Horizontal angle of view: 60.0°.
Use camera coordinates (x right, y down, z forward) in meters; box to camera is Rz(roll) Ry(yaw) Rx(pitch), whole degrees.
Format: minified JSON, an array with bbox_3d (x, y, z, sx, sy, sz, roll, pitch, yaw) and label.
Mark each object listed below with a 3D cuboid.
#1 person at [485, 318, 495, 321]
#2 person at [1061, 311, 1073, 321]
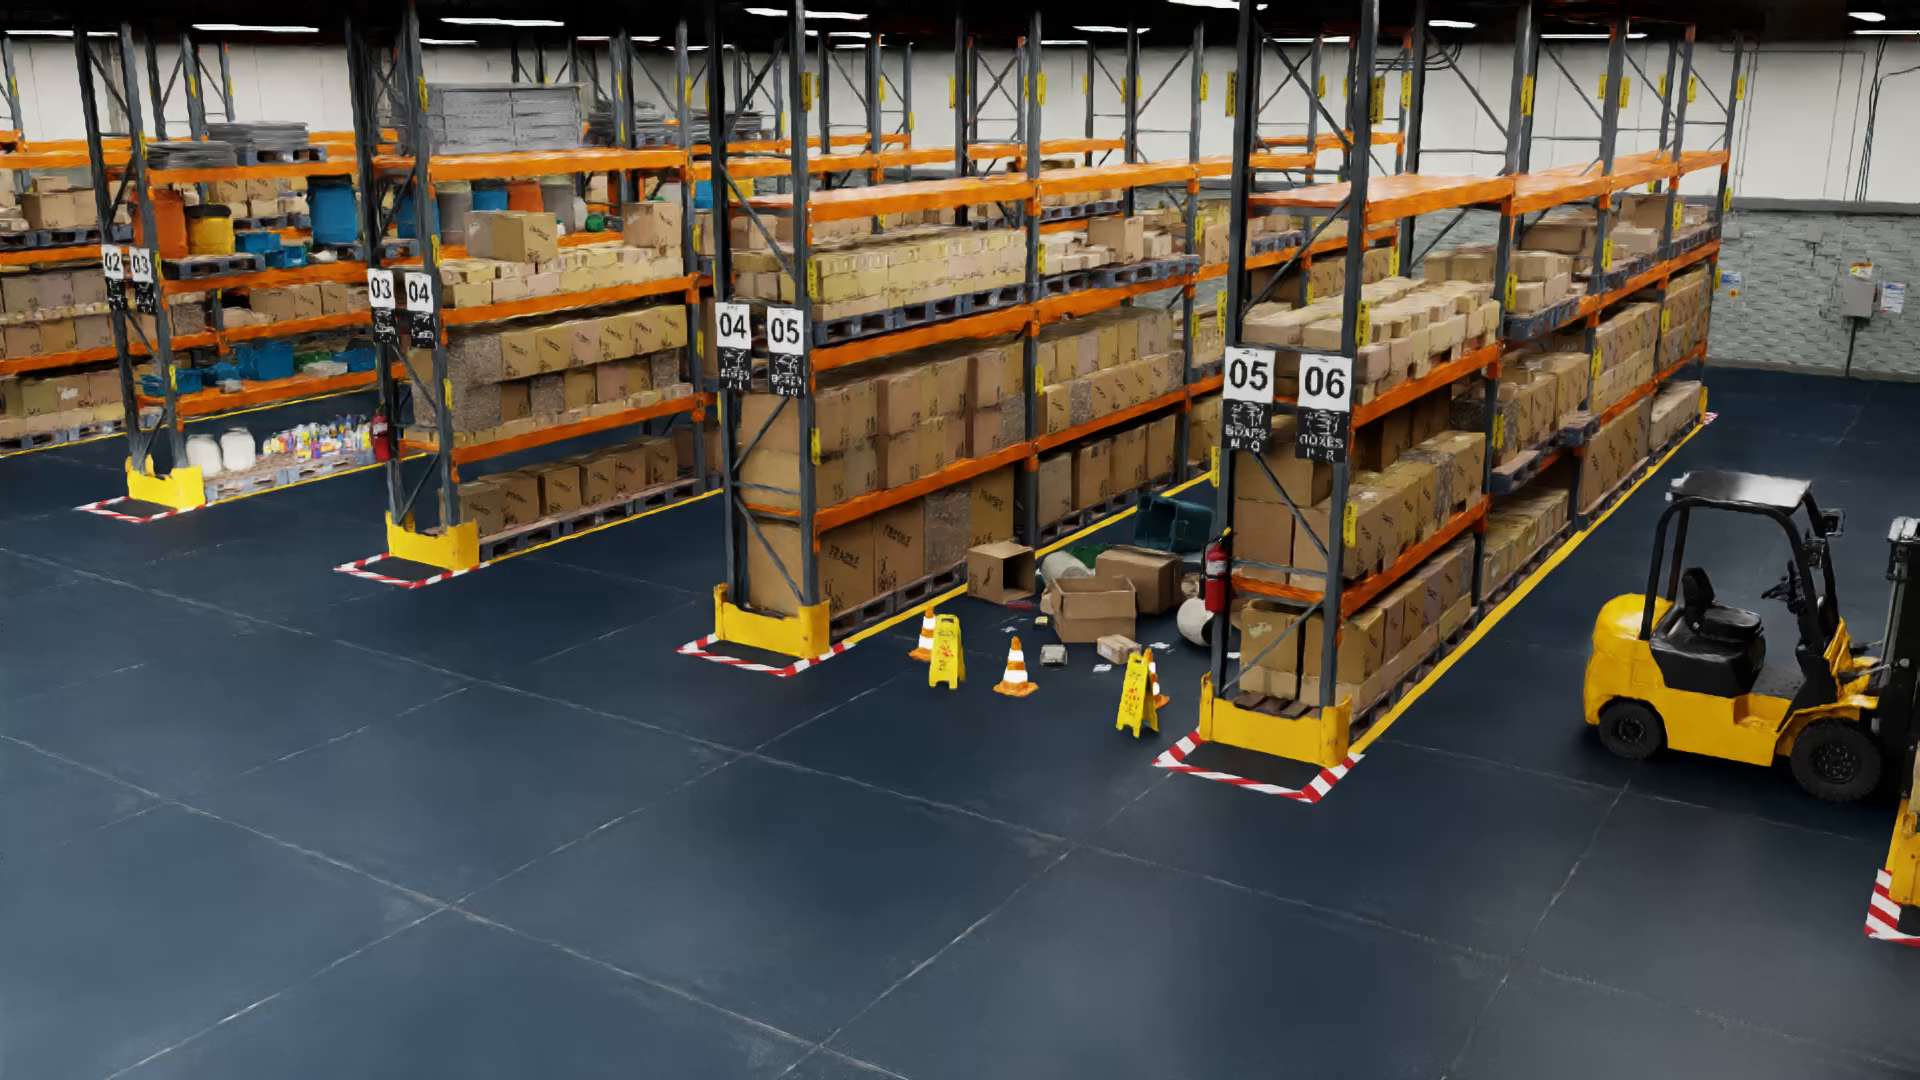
[{"bbox_3d":[-7.314,-2.860,26.116,0.579,1.783,0.681,14,21,41],"label":"person"},{"bbox_3d":[1.707,-2.892,26.589,0.448,1.590,1.110,11,19,34],"label":"person"}]
